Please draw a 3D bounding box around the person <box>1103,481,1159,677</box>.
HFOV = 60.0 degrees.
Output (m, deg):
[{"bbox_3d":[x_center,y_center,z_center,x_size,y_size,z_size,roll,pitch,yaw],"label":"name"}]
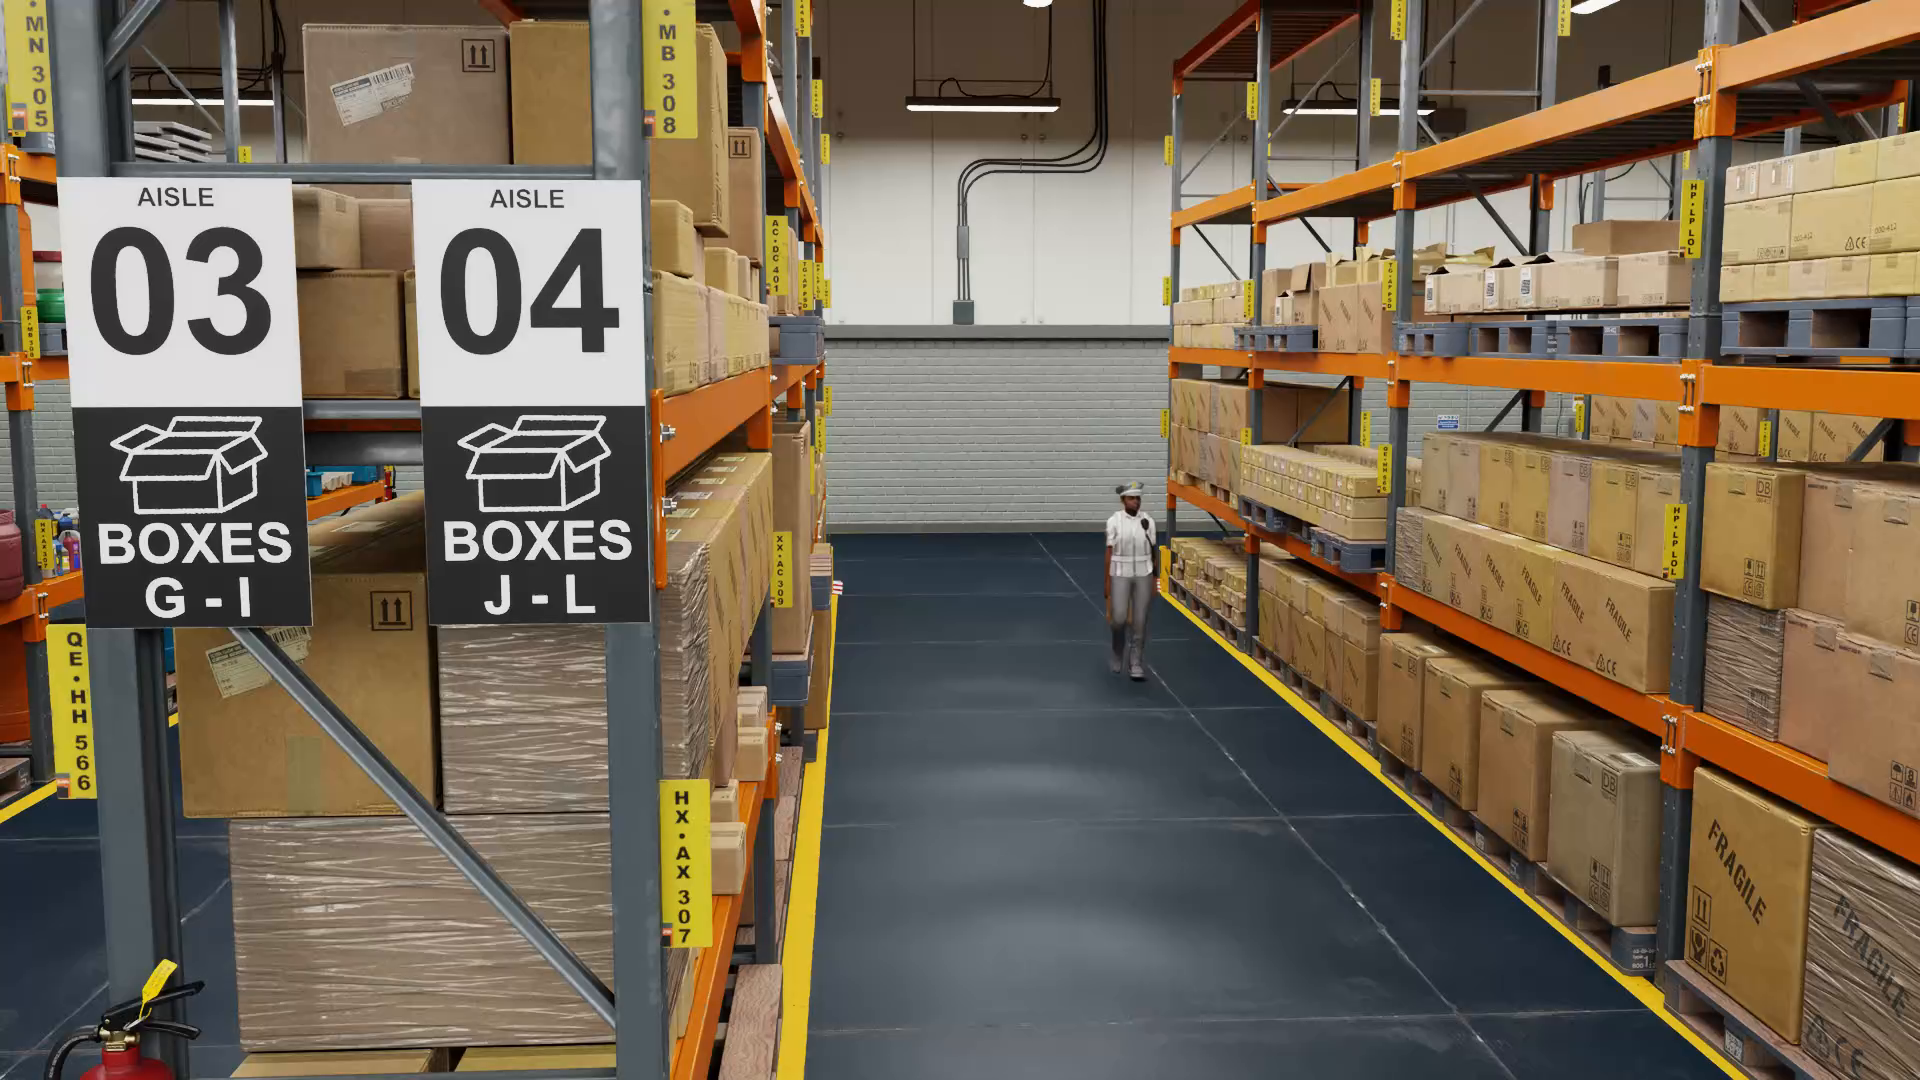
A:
[{"bbox_3d":[1.474,0.334,14.204,0.470,1.685,0.444,-1,7,-5],"label":"person"}]
